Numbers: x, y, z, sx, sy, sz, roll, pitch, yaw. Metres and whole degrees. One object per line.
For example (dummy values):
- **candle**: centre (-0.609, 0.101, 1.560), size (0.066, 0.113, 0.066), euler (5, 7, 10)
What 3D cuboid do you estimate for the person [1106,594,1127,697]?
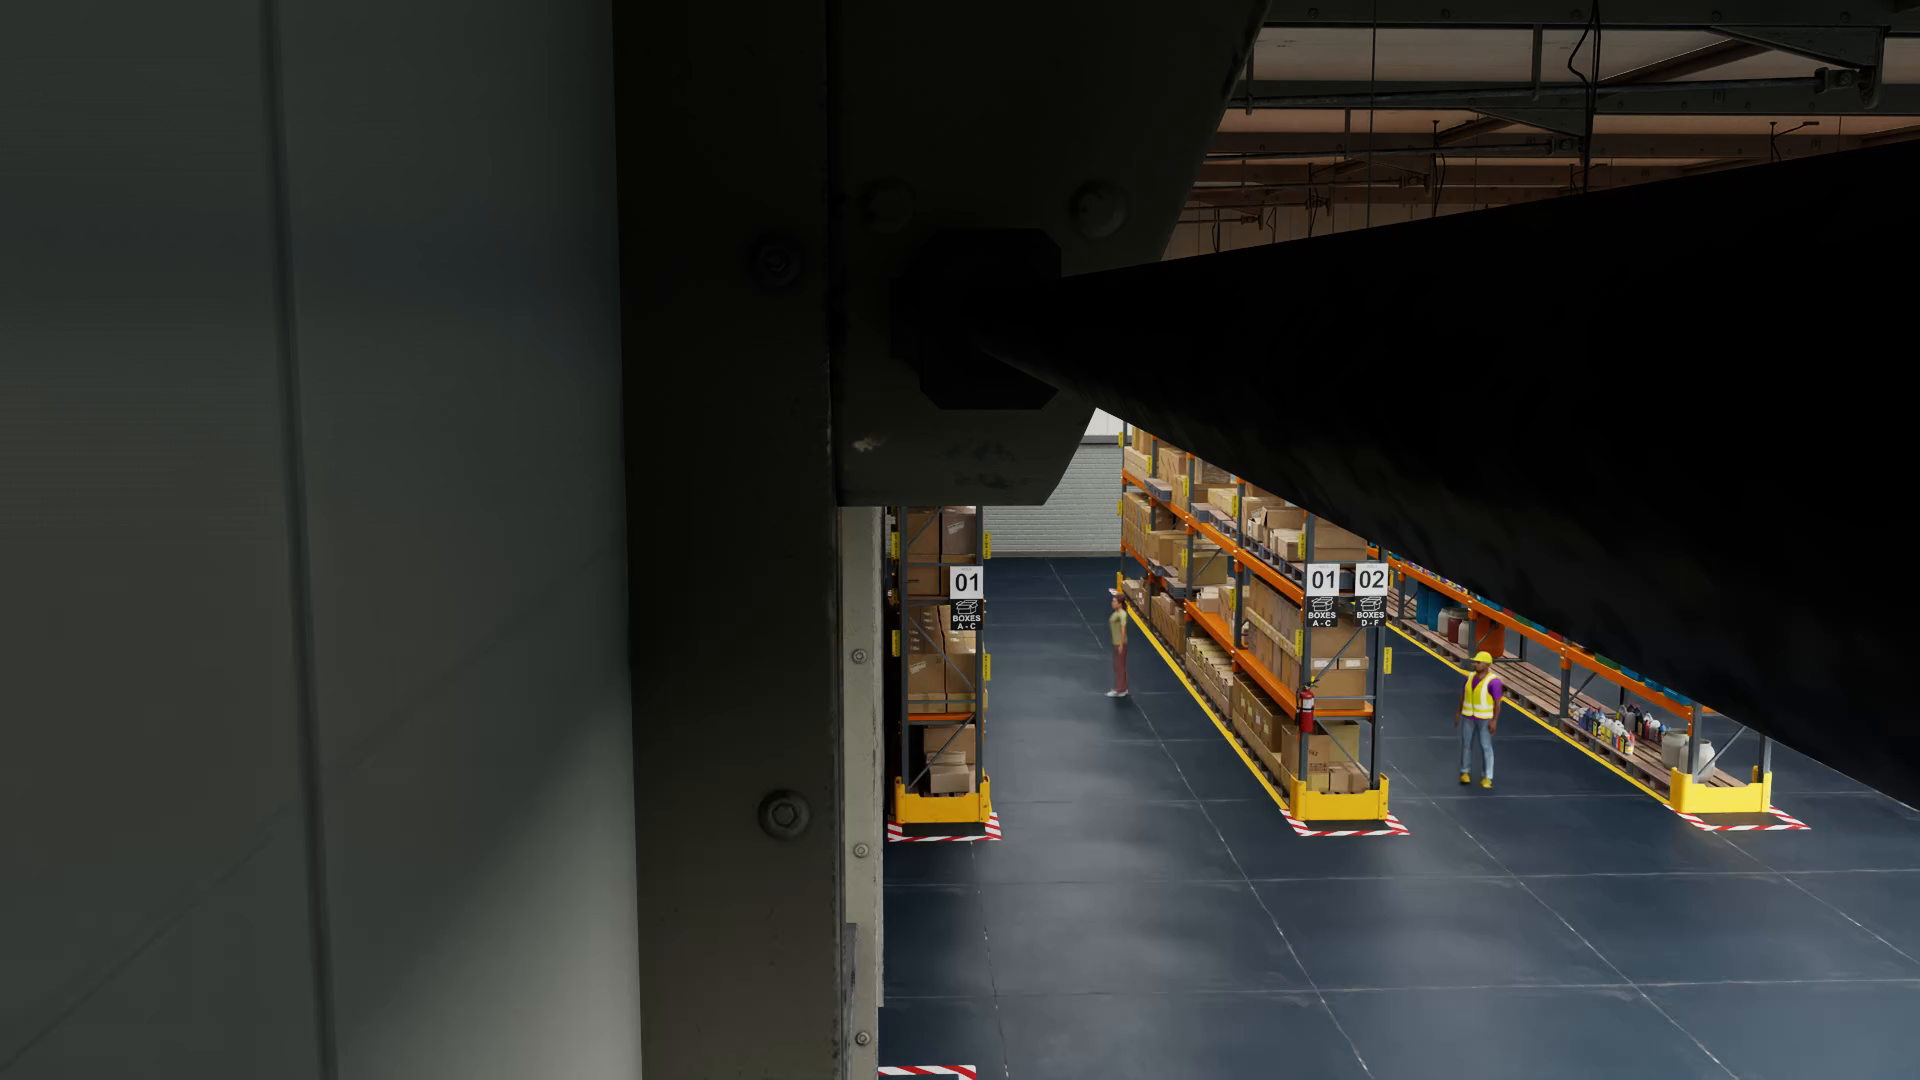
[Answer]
- **person**: centre (2.552, 1.705, 27.046), size (0.369, 1.682, 0.522), euler (-1, 8, -6)

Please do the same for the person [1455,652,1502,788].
- **person**: centre (6.880, 2.359, 22.092), size (0.622, 1.773, 0.427), euler (7, 10, 39)
